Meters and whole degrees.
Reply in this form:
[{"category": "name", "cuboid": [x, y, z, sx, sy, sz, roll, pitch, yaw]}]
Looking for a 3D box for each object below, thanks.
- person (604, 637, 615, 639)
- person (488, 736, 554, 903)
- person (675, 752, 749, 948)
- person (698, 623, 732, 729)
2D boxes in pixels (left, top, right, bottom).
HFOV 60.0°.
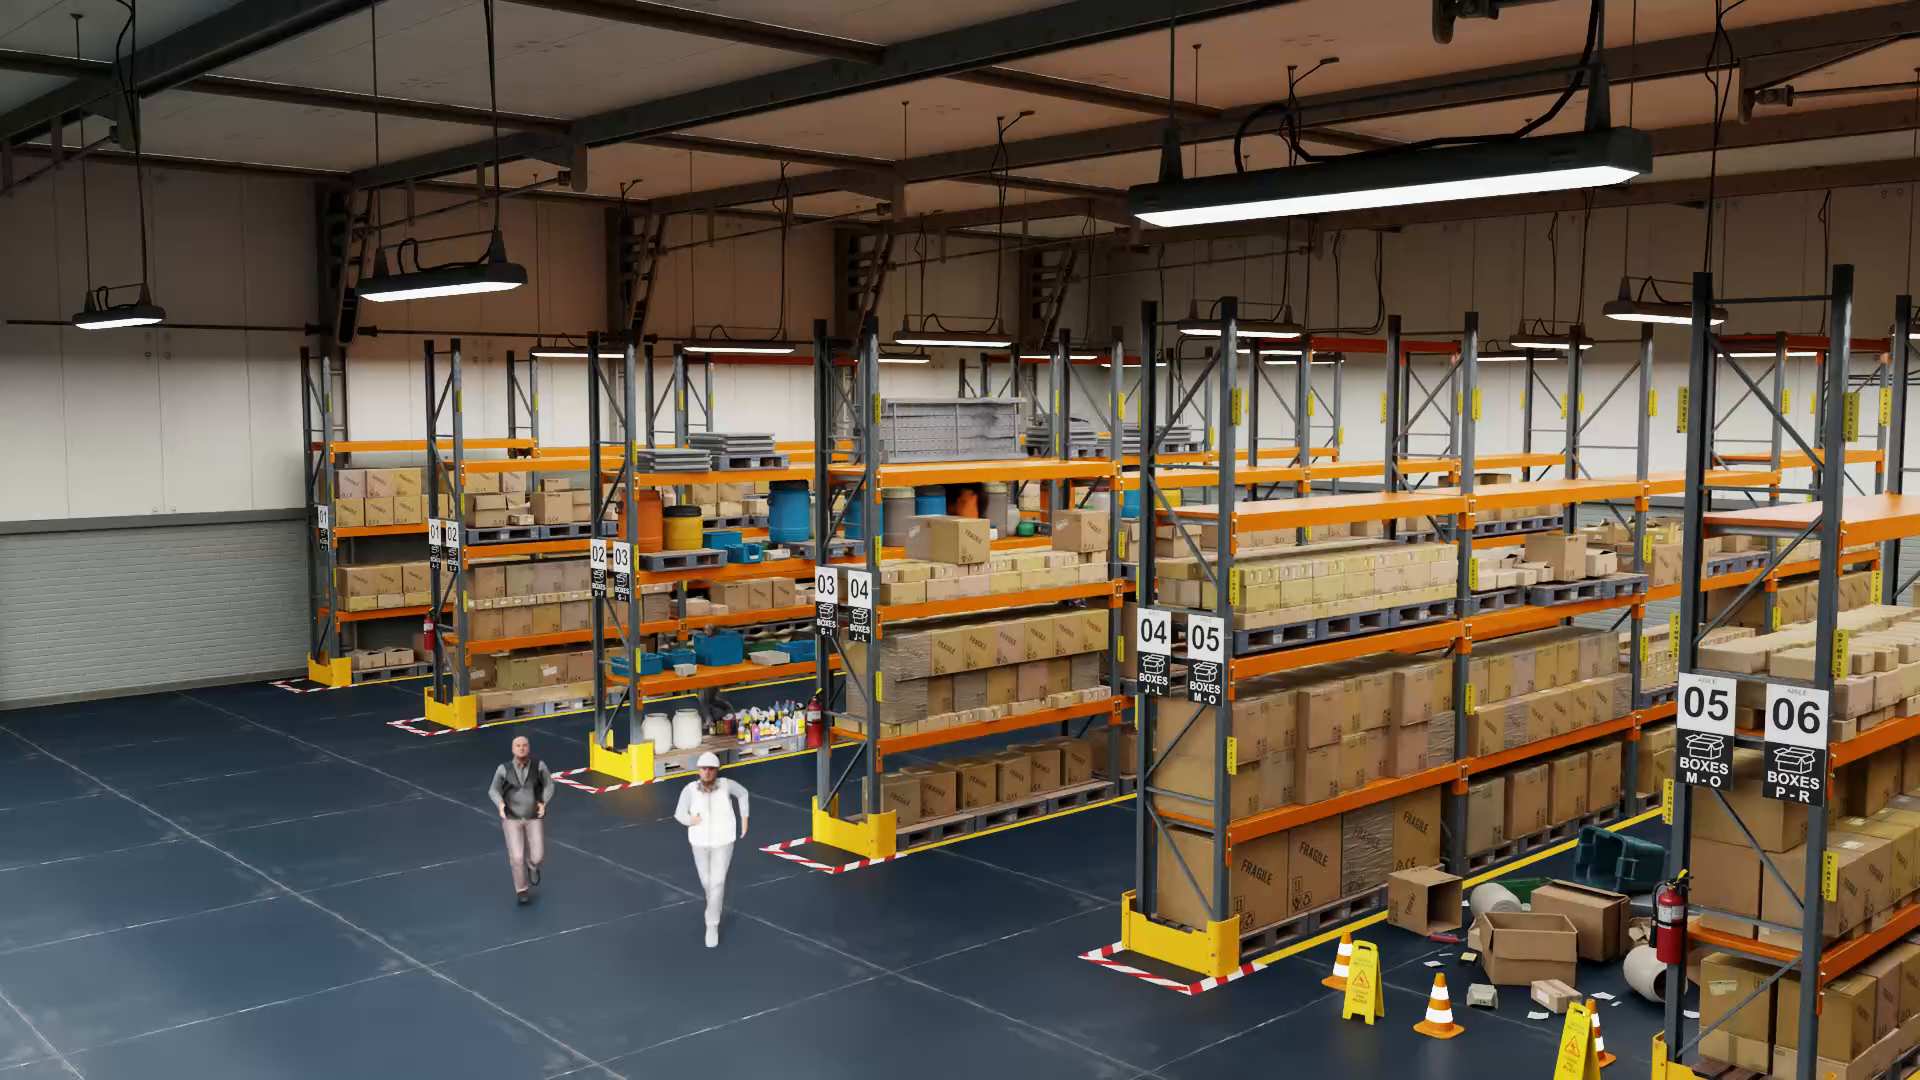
[{"category": "person", "cuboid": [-6.290, 1.657, 29.857, 0.663, 1.757, 0.782, 4, 7, 41]}, {"category": "person", "cuboid": [-4.471, 2.836, 16.995, 0.657, 1.672, 0.611, -2, 5, -17]}, {"category": "person", "cuboid": [-2.369, 2.896, 15.884, 0.672, 1.820, 0.859, 0, 5, -2]}, {"category": "person", "cuboid": [-3.843, 2.092, 25.765, 0.587, 1.626, 0.601, 4, 6, 35]}]
